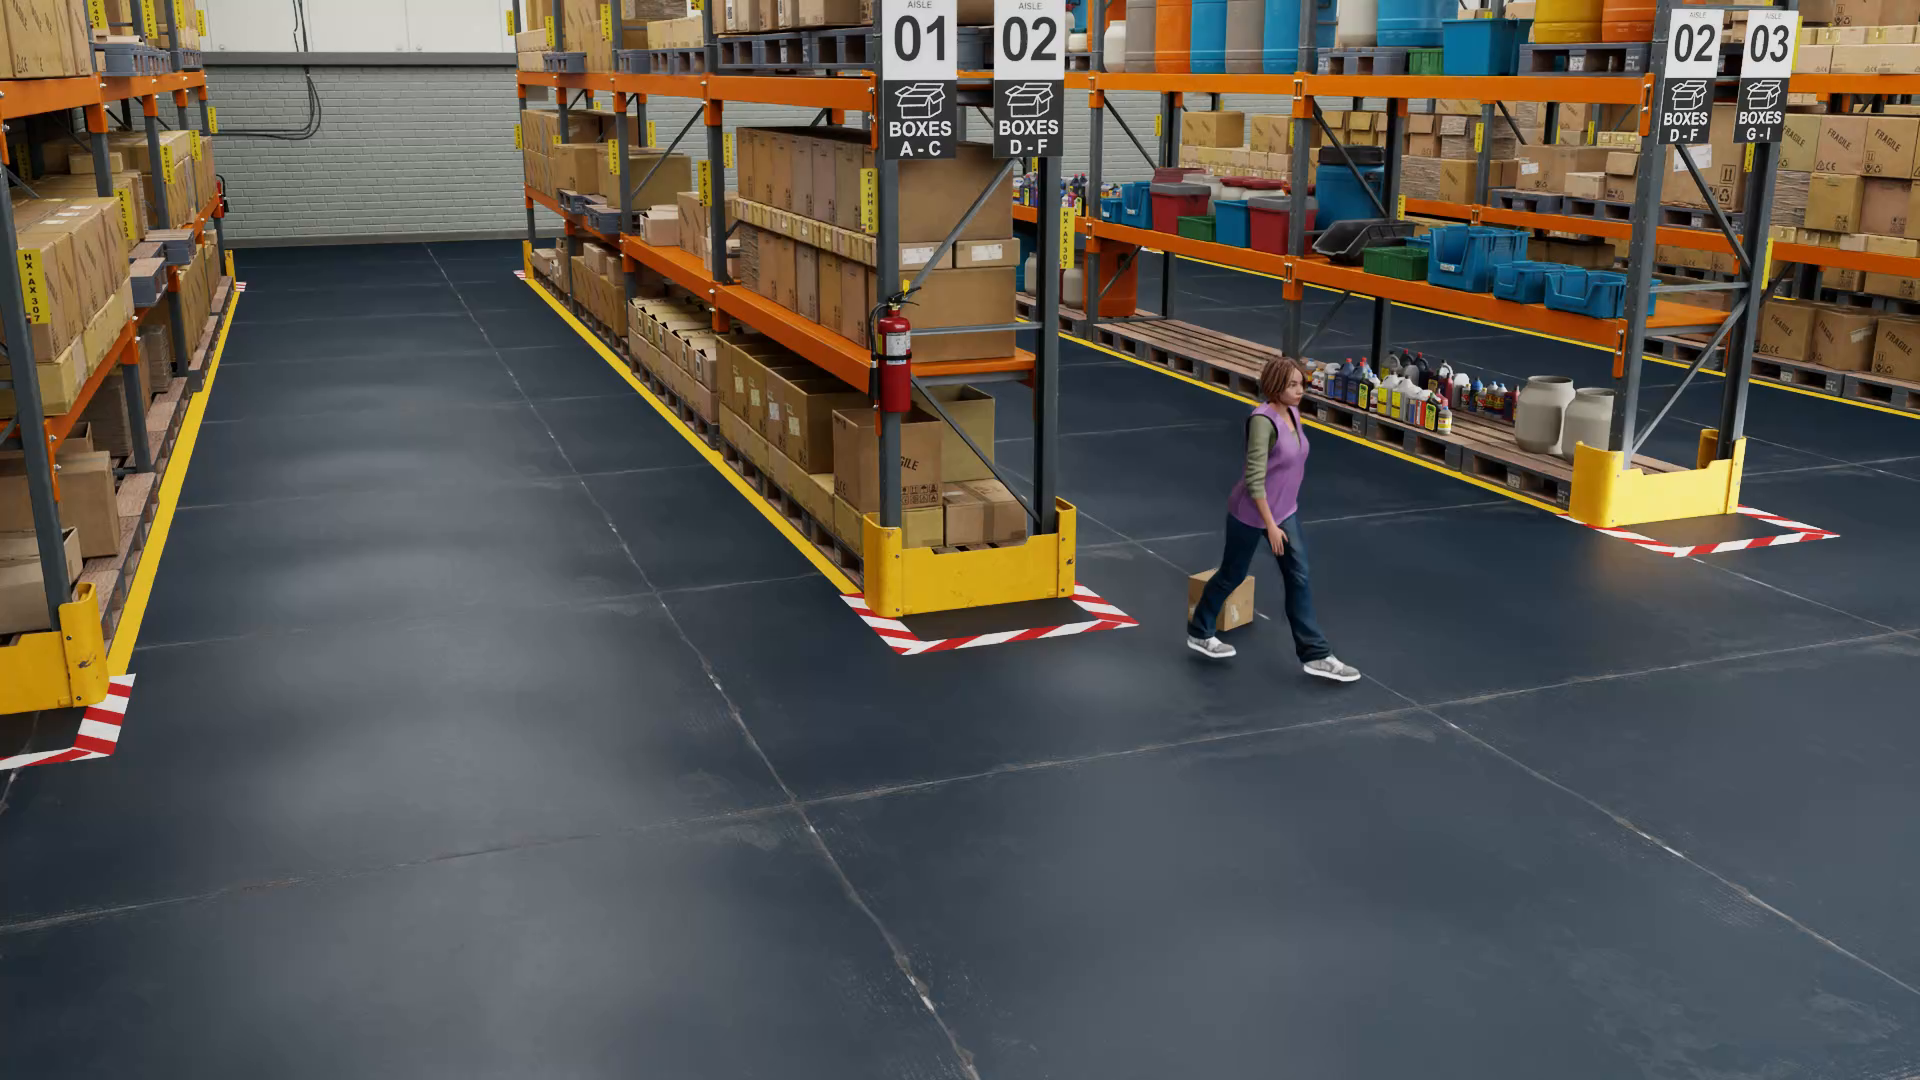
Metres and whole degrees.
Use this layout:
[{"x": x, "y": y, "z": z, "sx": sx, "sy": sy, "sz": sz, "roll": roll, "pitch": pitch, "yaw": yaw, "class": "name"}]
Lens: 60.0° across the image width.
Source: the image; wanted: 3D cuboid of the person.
[{"x": 1.472, "y": -0.113, "z": 7.909, "sx": 0.891, "sy": 1.543, "sz": 0.436, "roll": 15, "pitch": 22, "yaw": 43, "class": "person"}]
